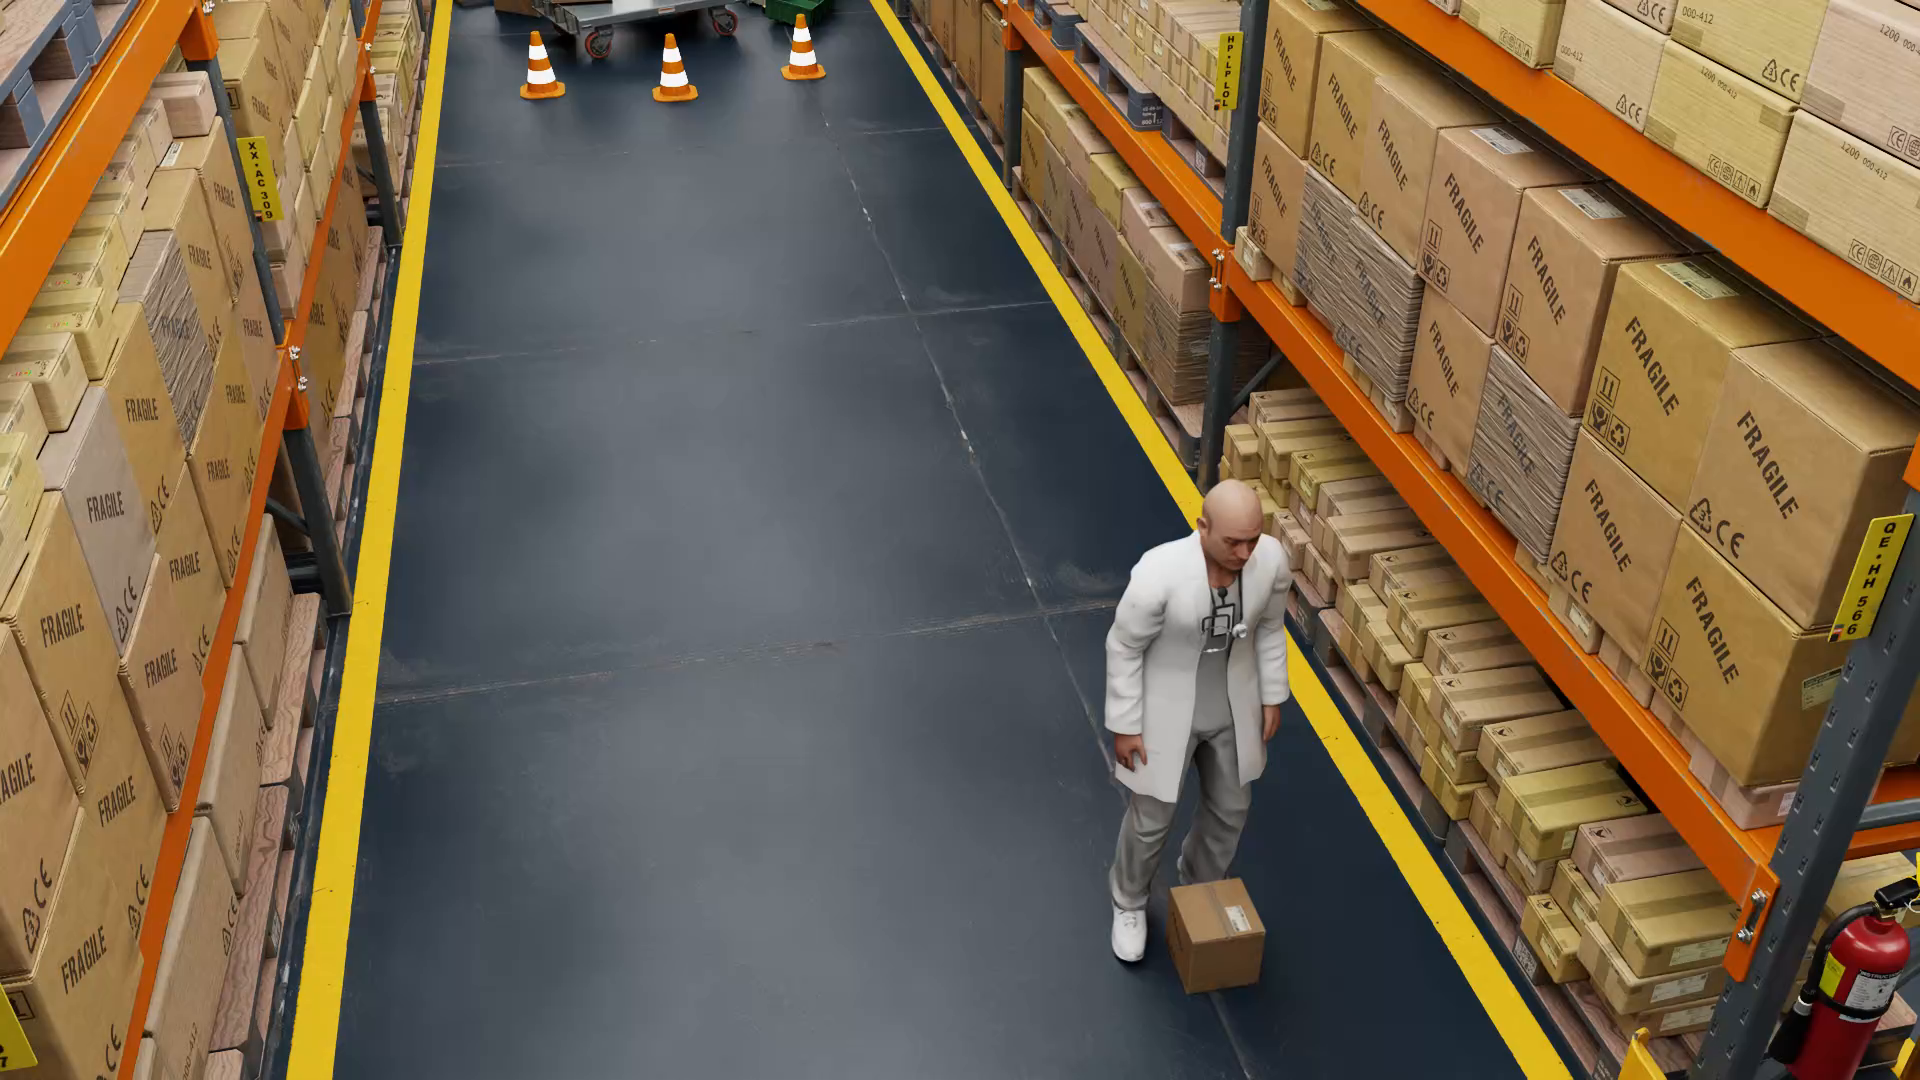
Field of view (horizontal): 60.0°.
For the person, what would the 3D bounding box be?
[{"bbox_3d":[0.761,0.557,5.327,0.633,1.773,0.430,-9,35,-14],"label":"person"}]
